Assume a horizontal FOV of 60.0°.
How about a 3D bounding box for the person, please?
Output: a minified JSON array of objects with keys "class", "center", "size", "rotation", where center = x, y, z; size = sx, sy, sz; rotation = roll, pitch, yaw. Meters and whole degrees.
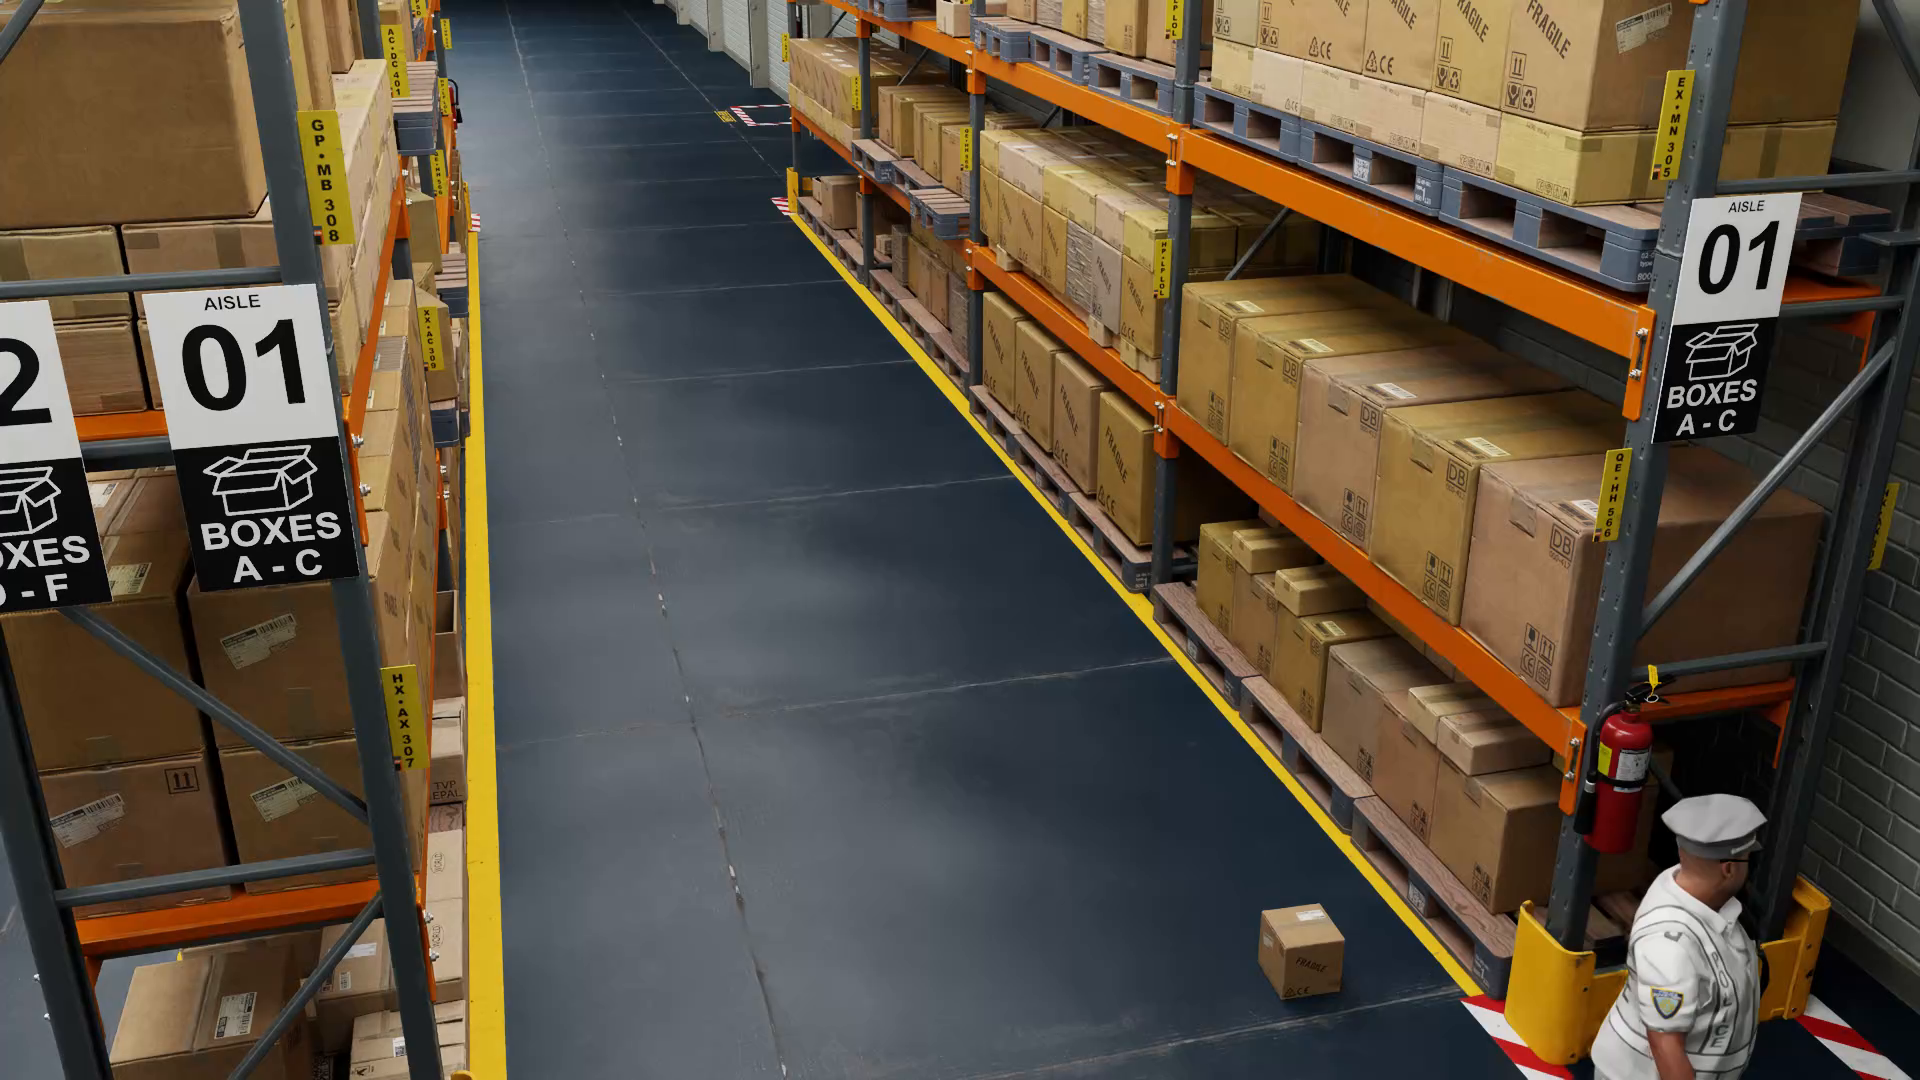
[{"class":"person","center":[2.101,1.602,4.824],"size":[0.502,1.843,0.552],"rotation":[19,29,37]}]
